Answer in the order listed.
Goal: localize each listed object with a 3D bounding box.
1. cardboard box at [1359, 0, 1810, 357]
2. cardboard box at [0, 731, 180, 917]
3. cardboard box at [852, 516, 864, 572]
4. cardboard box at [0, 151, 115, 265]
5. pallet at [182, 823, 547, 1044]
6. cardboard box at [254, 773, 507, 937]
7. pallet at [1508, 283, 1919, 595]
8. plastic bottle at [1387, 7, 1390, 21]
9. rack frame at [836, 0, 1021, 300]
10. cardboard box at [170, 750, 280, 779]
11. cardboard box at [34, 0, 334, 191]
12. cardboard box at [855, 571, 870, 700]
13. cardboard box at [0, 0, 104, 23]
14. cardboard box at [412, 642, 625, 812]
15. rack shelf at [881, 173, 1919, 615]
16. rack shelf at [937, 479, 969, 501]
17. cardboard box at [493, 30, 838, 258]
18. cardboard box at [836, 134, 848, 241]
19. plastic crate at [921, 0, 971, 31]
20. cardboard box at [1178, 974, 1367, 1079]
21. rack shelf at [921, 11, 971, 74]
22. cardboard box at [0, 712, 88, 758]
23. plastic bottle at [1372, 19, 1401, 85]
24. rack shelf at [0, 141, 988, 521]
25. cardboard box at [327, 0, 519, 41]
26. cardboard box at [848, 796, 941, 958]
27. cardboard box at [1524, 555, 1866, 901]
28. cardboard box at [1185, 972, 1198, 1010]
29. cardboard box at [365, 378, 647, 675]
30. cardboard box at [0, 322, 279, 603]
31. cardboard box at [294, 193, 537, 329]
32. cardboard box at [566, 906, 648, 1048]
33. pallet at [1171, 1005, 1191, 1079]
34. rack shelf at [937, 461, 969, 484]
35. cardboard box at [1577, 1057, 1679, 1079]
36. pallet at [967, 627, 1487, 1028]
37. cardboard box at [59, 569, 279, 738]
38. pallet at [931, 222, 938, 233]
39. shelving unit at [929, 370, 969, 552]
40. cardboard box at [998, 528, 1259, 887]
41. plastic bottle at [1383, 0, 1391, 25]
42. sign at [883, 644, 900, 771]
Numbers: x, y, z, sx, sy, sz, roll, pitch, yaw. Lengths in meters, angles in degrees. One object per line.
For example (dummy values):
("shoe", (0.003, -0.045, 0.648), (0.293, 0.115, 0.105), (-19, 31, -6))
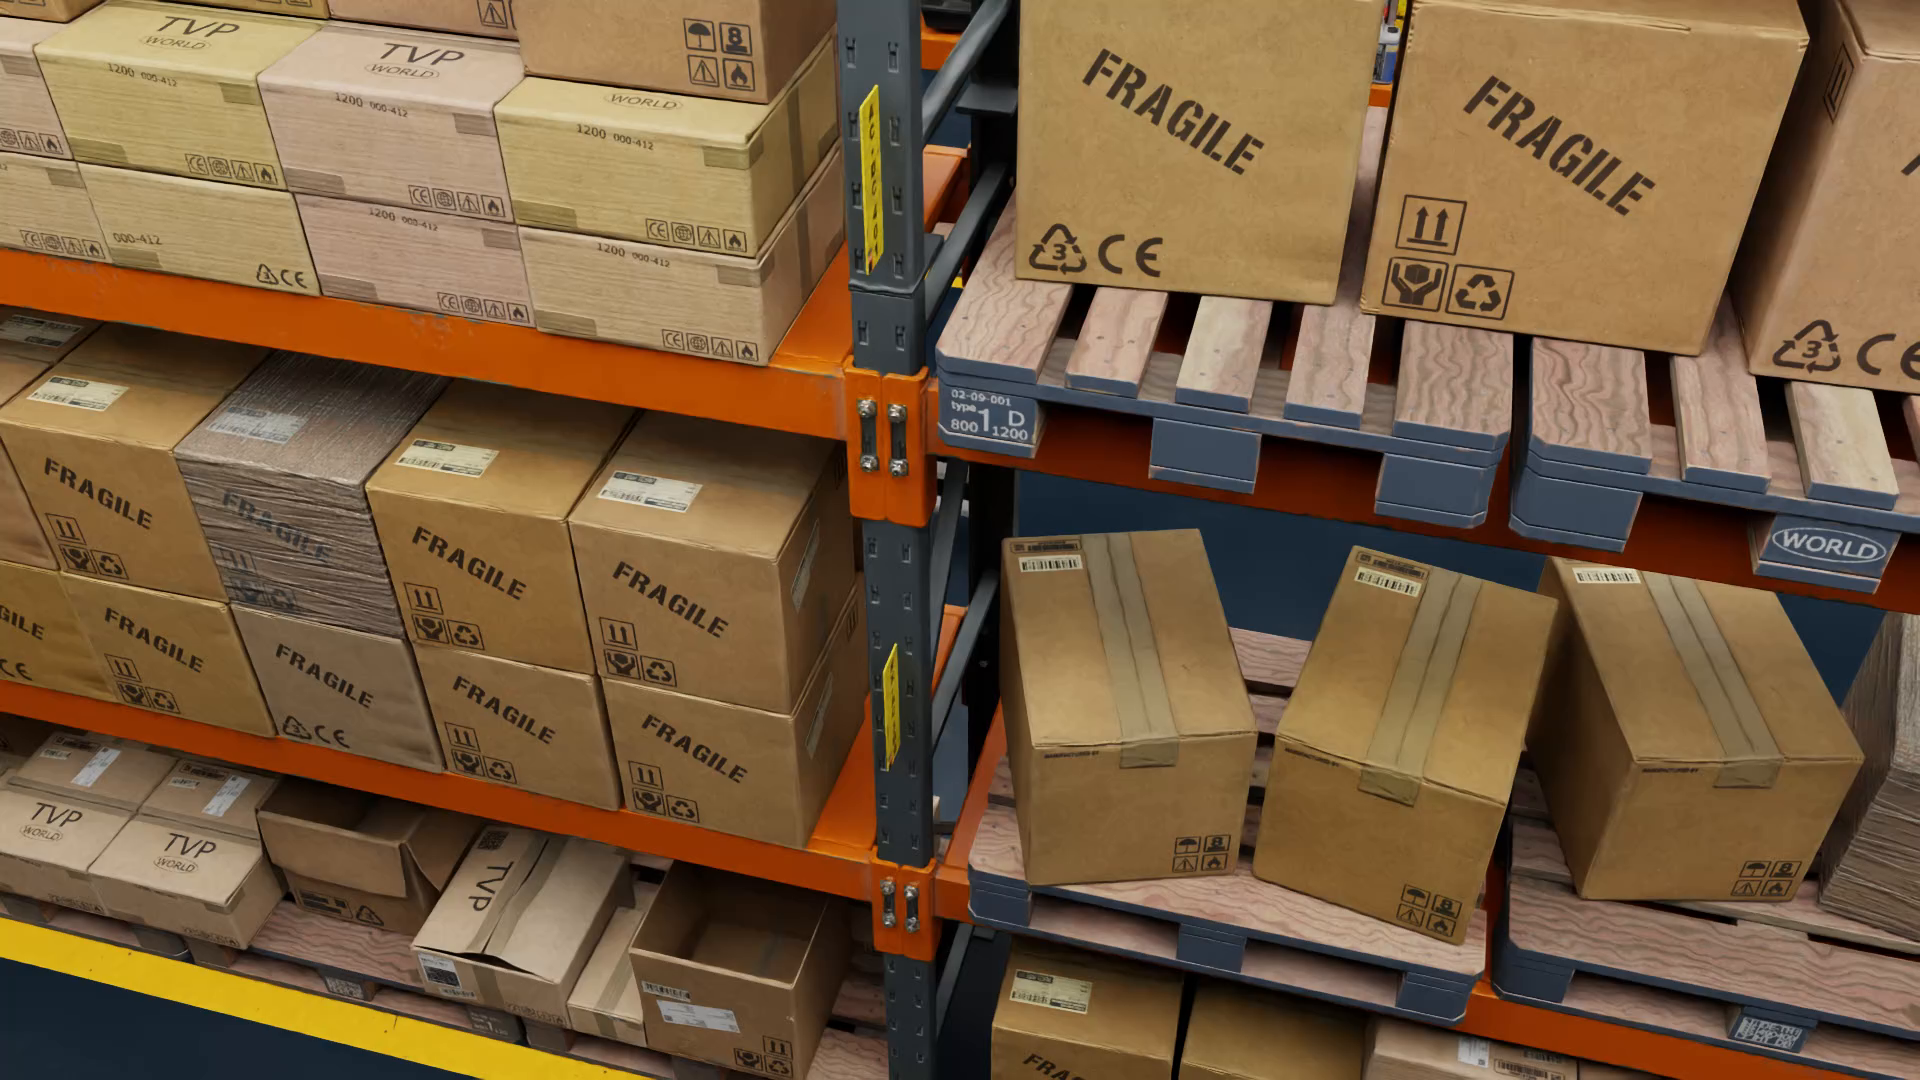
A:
("cardboard box", (1.098, -0.784, 3.036), (0.600, 0.600, 0.600), (9, 41, 11))
("cardboard box", (-2.950, 0.945, 5.588), (0.500, 0.250, 0.500), (10, 41, 11))
("cardboard box", (-0.404, -0.298, 4.418), (0.500, 0.500, 0.500), (11, 41, 13))
("cardboard box", (-2.007, -0.884, 3.755), (0.500, 0.250, 0.500), (10, 41, 11))
("pallet", (-1.867, 1.128, 5.744), (1.213, 0.211, 1.003), (10, 41, 11))
("cardboard box", (-1.837, 0.854, 5.499), (0.637, 0.503, 0.797), (10, 41, 11))
("pallet", (1.593, -0.378, 3.182), (1.003, 0.211, 1.213), (10, 41, 11))
("plastic bottle", (2.080, -2.728, 8.262), (0.135, 0.276, 0.152), (10, 41, 11))
("rack frame", (-0.021, -1.921, 2.541), (0.127, 3.000, 1.000), (10, 41, 11))
("cardboard box", (-2.386, 0.709, 5.869), (0.500, 0.250, 0.500), (10, 41, 11))
("cardboard box", (-1.526, -0.989, 3.490), (0.500, 0.250, 0.500), (10, 41, 11))
("cardboard box", (-0.443, 0.084, 4.740), (0.500, 0.500, 0.500), (11, 41, 13))
("cardboard box", (-1.954, -1.490, 3.504), (0.500, 0.500, 0.700), (10, 41, 11))
("cardboard box", (-1.069, 0.329, 4.448), (0.500, 0.500, 0.500), (11, 41, 13))
("rack shelf", (1.911, -0.165, 3.341), (4.000, 0.370, 1.077), (10, 41, 11))
("rack shelf", (-0.008, -0.252, 7.042), (0.200, 0.077, 0.258), (10, 41, 11))
("cardboard box", (-0.561, -0.819, 3.288), (0.500, 0.250, 0.500), (10, 41, 11))
("cardboard box", (-0.427, -0.950, 3.833), (0.500, 0.250, 0.500), (10, 41, 11))
("plastic crate", (0.112, -2.638, 8.225), (0.590, 0.125, 0.437), (10, 41, 11))
("cardboard box", (0.901, 1.478, 4.759), (0.500, 0.500, 0.500), (10, 41, 12))
("rack shelf", (-0.669, -2.758, 8.761), (4.000, 0.370, 1.077), (10, 41, 11))
("cardboard box", (-3.296, 0.437, 5.999), (0.500, 0.500, 0.500), (10, 41, 11))
("plastic bottle", (1.965, -2.279, 7.728), (0.135, 0.276, 0.152), (10, 41, 11))
("rack shelf", (-1.953, -0.830, 4.133), (4.000, 0.370, 1.077), (10, 41, 11))
("cardboard box", (-0.947, -1.422, 3.423), (0.500, 0.500, 0.700), (10, 41, 11))
("cardboard box", (-0.371, 1.033, 5.436), (0.500, 0.311, 0.500), (10, 41, 11))
("cardboard box", (1.702, 0.432, 3.999), (0.500, 0.500, 0.700), (0, 40, 0))
("cardboard box", (1.005, 1.156, 5.143), (0.500, 0.500, 0.500), (10, 41, 12))
("cardboard box", (-1.072, -0.052, 4.124), (0.500, 0.500, 0.500), (9, 41, 11))
("cardboard box", (-2.045, -0.220, 4.325), (0.500, 0.500, 0.500), (9, 41, 11))
("cardboard box", (-1.040, -0.721, 3.560), (0.500, 0.250, 0.500), (10, 41, 11))
("cardboard box", (-1.023, 1.356, 5.178), (0.250, 0.149, 0.380), (10, 41, 11))
("pallet", (0.774, 1.556, 5.234), (1.213, 0.211, 1.003), (10, 41, 11))
("rack shelf", (-0.008, -0.320, 6.984), (0.200, 0.077, 0.258), (10, 41, 11))
("cardboard box", (1.834, 1.359, 4.318), (0.500, 0.250, 0.500), (9, 41, 11))
("pallet", (0.723, 0.650, 4.293), (1.213, 0.211, 1.003), (10, 41, 11))
("cardboard box", (-2.058, 0.162, 4.647), (0.500, 0.500, 0.500), (10, 41, 12))
("pallet", (-0.640, -1.933, 9.387), (1.213, 0.211, 1.003), (10, 41, 11))
("shelving unit", (-0.008, -0.346, 6.962), (0.210, 0.900, 0.258), (10, 41, 11))
("cardboard box", (0.379, 0.395, 4.044), (0.500, 0.500, 0.700), (-3, 40, -3))
("plastic bottle", (2.066, -2.619, 8.190), (0.097, 0.201, 0.097), (0, 40, 0))
("sign", (-0.154, 0.383, 3.789), (0.005, 0.325, 0.100), (10, 41, 11))
